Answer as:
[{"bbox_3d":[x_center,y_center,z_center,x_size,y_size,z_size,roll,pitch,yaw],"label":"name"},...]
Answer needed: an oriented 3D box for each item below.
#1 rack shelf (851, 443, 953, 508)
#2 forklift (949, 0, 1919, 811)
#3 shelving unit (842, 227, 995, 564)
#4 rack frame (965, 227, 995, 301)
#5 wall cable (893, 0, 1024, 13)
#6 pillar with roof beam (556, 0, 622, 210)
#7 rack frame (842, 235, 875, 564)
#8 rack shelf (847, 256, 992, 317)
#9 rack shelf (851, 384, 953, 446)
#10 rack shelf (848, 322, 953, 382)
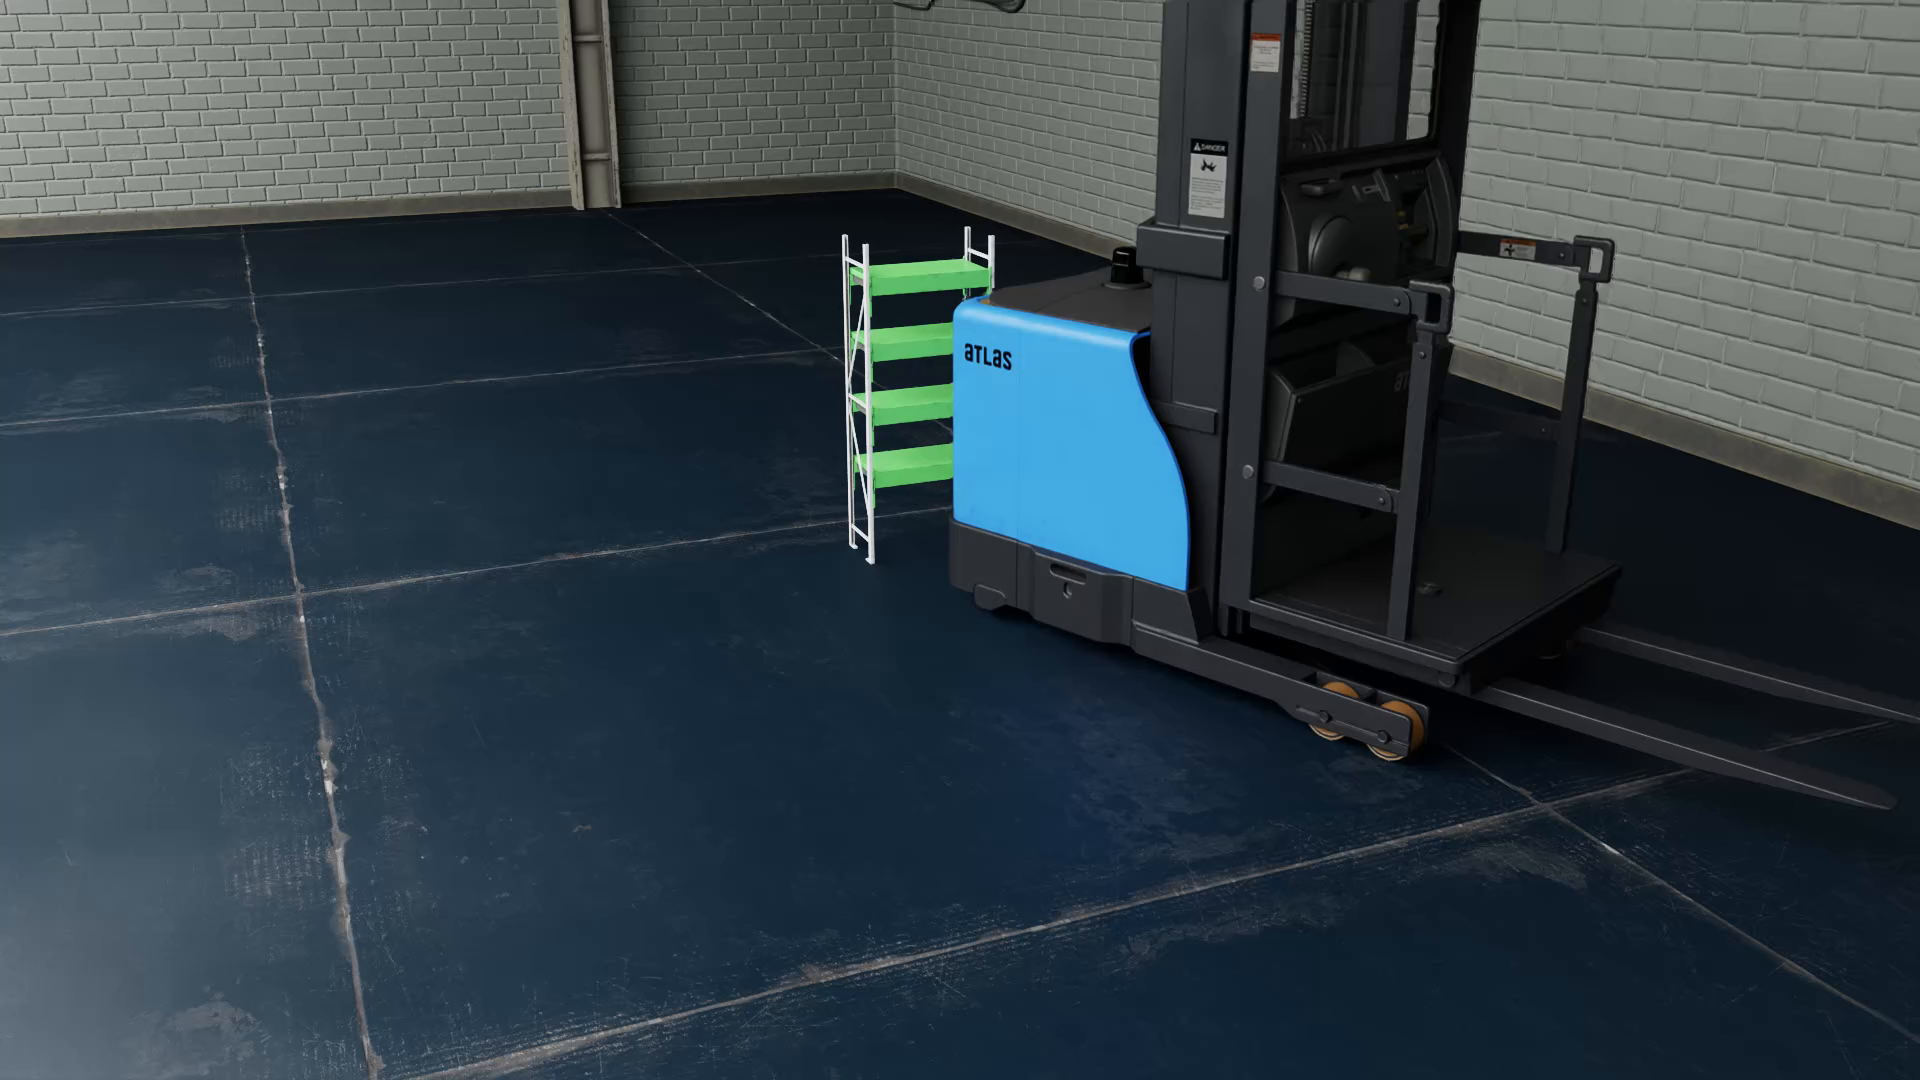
[{"bbox_3d":[-0.152,-0.258,6.362,0.480,0.148,0.258,-8,21,-22],"label":"rack shelf"},{"bbox_3d":[1.376,-0.949,4.804,3.031,2.935,1.130,17,26,40],"label":"forklift"},{"bbox_3d":[-0.152,-0.544,6.261,0.503,1.200,0.258,-8,21,-22],"label":"shelving unit"},{"bbox_3d":[0.072,-0.576,6.352,0.015,1.200,0.240,-8,21,-22],"label":"rack frame"},{"bbox_3d":[-0.080,-5.803,14.129,0.112,2.526,3.097,-8,21,-22],"label":"wall cable"},{"bbox_3d":[-1.604,-5.970,9.929,0.400,9.000,9.100,-8,21,-22],"label":"pillar with roof beam"},{"bbox_3d":[-0.376,-0.512,6.170,0.015,1.200,0.240,-8,21,-22],"label":"rack frame"},{"bbox_3d":[-0.152,-0.937,6.123,0.480,0.148,0.258,-8,21,-22],"label":"rack shelf"},{"bbox_3d":[-0.152,-0.484,6.282,0.480,0.148,0.258,-8,21,-22],"label":"rack shelf"},{"bbox_3d":[-0.152,-0.710,6.202,0.480,0.148,0.258,-8,21,-22],"label":"rack shelf"}]
